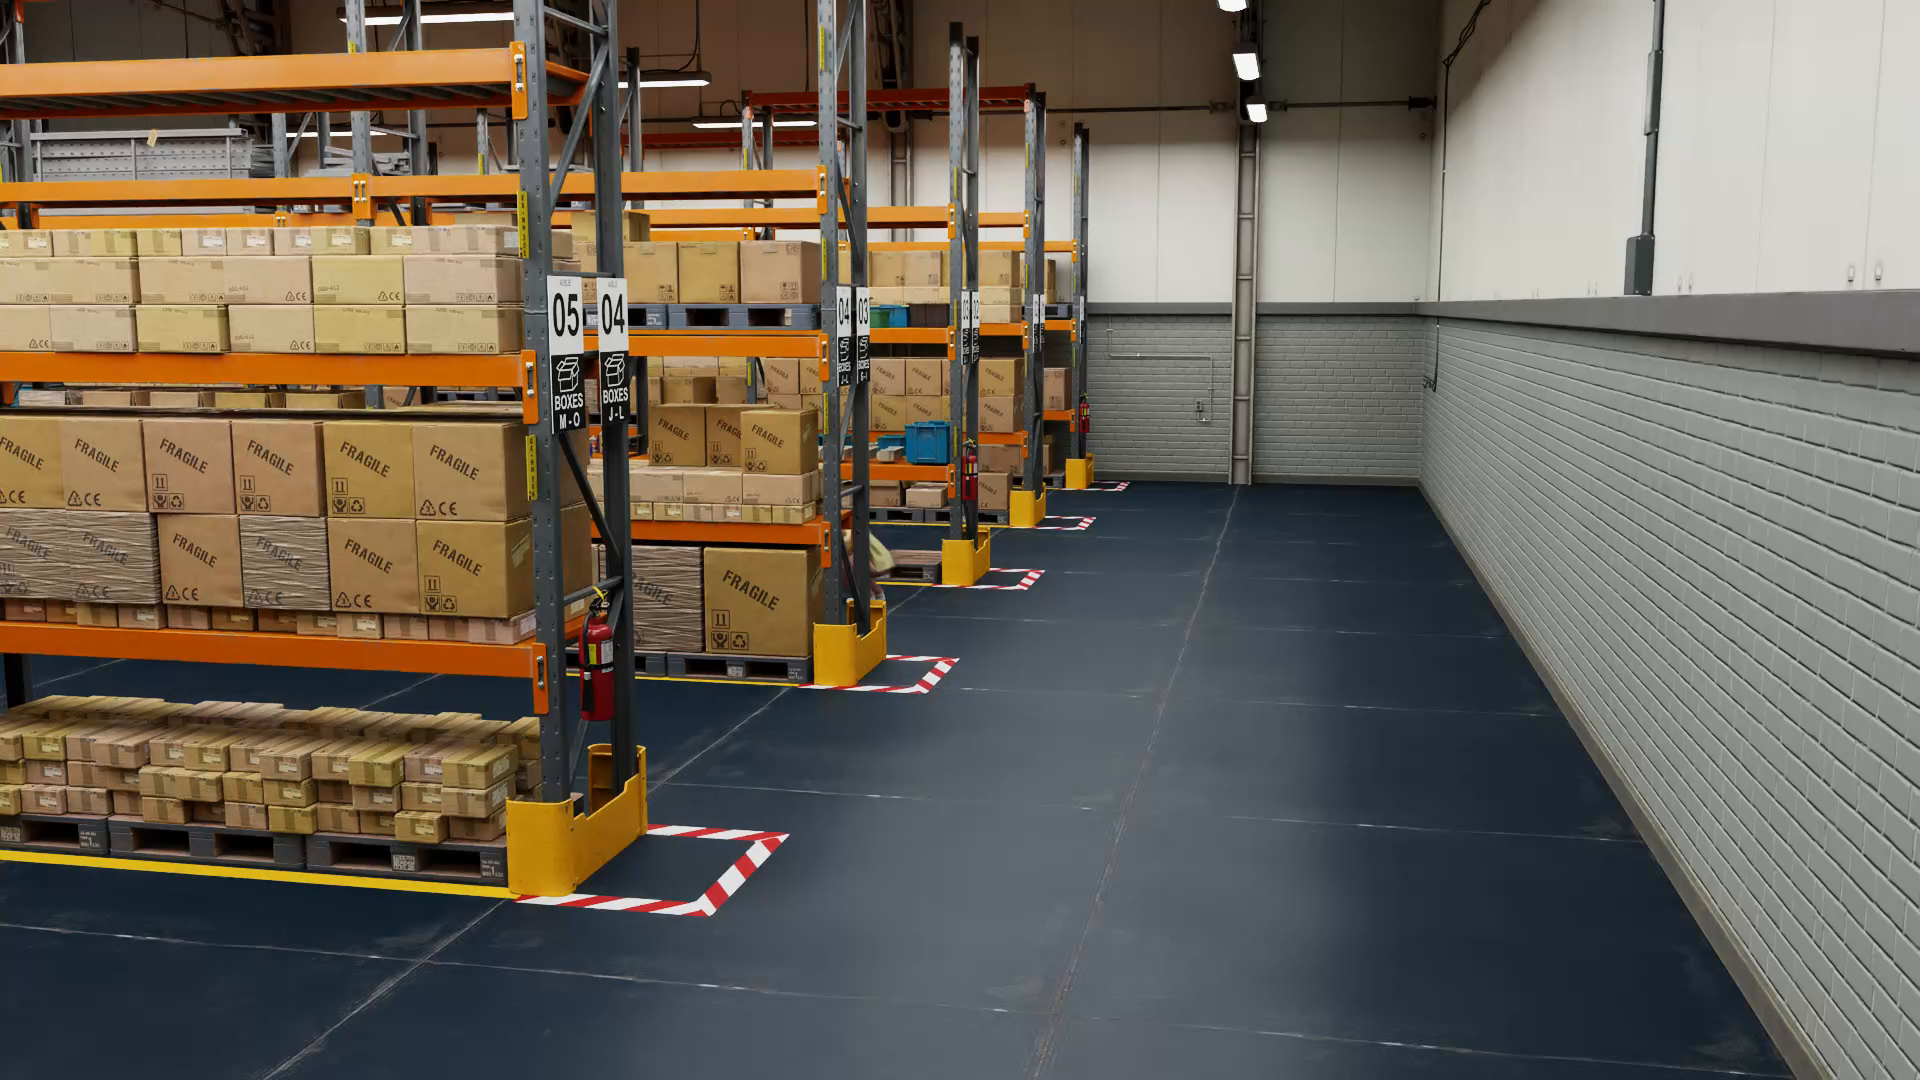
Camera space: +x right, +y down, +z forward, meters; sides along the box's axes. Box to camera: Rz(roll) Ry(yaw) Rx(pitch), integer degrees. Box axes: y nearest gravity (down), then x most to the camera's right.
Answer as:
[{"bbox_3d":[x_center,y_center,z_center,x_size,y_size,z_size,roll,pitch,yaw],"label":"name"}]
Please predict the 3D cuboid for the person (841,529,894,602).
[{"bbox_3d":[-1.082,0.186,17.184,0.785,0.936,0.476,2,8,11],"label":"person"}]
